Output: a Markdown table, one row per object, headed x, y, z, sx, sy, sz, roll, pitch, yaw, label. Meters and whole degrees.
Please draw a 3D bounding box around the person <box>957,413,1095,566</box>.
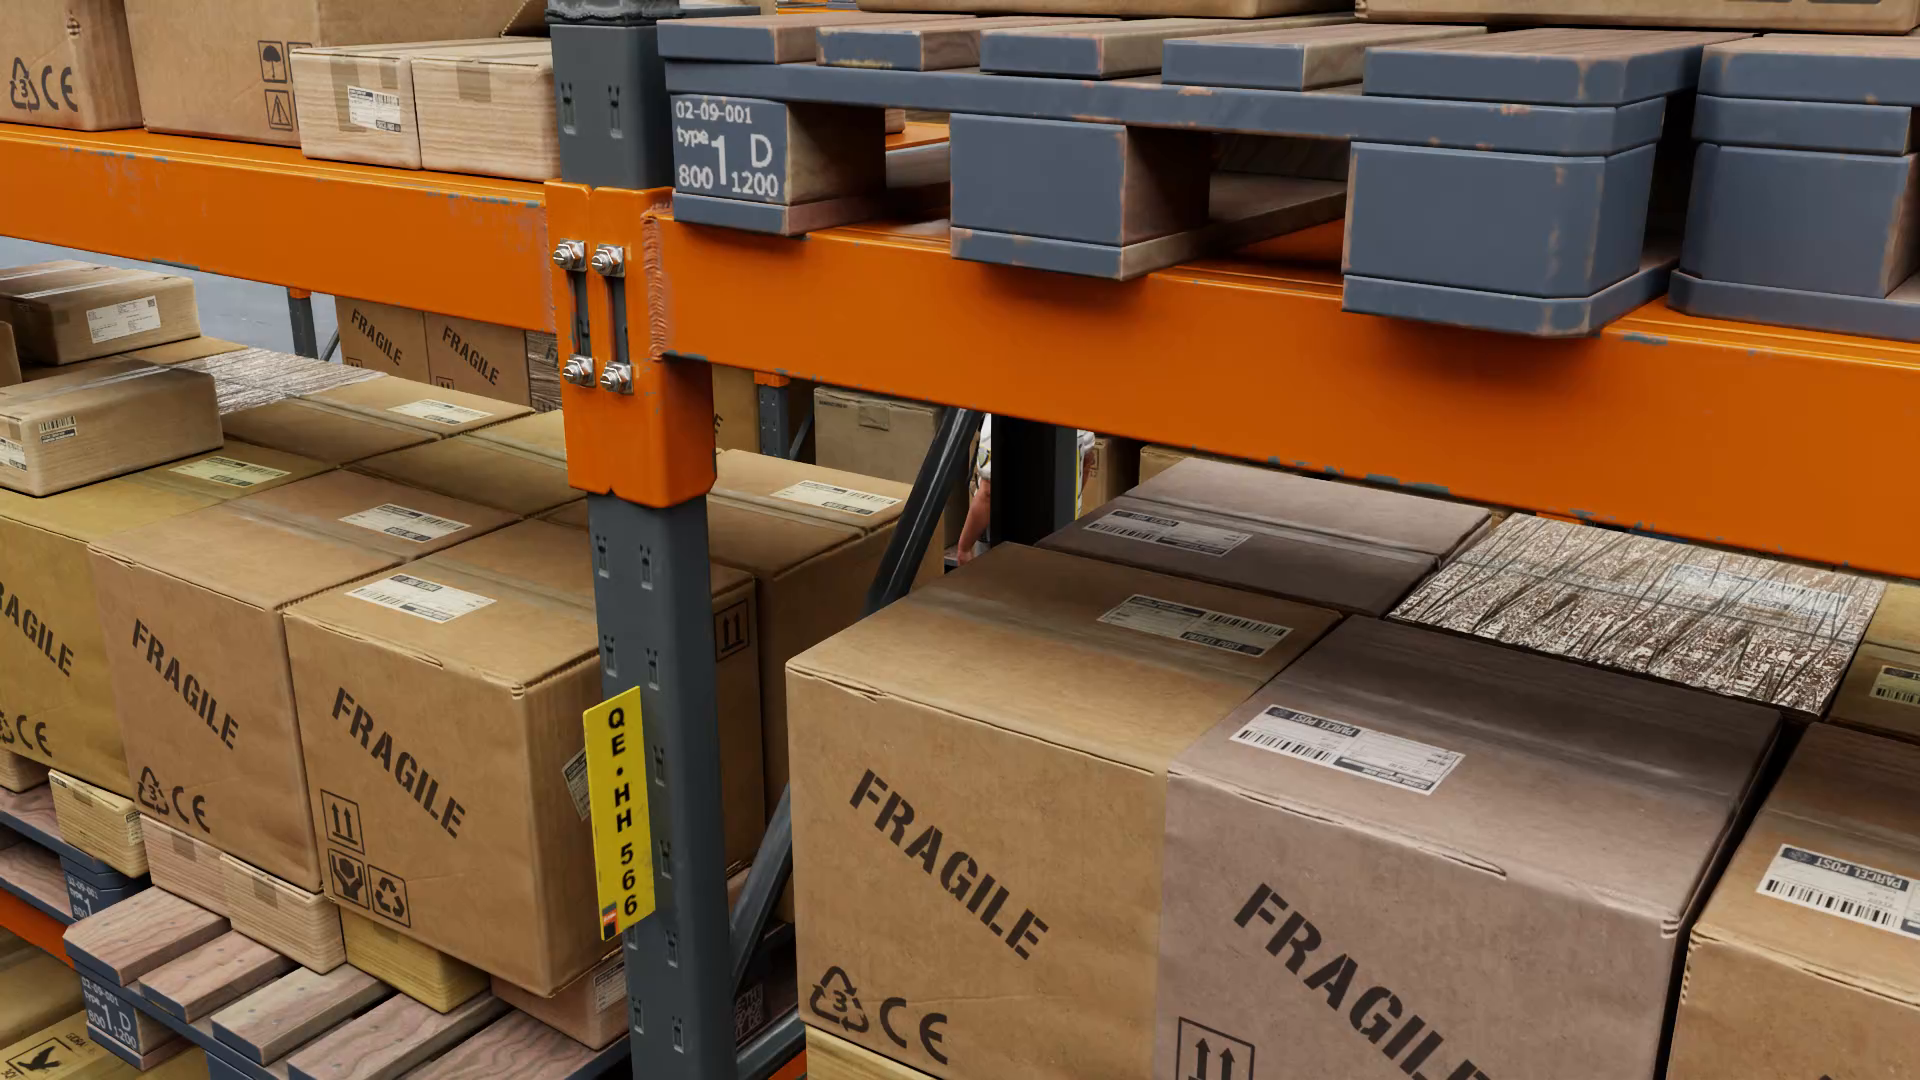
| x | y | z | sx | sy | sz | roll | pitch | yaw | label |
| --- | --- | --- | --- | --- | --- | --- | --- | --- | --- |
| 0.200 | -0.059 | 6.657 | 0.640 | 1.777 | 0.574 | -18 | 26 | -40 | person |
